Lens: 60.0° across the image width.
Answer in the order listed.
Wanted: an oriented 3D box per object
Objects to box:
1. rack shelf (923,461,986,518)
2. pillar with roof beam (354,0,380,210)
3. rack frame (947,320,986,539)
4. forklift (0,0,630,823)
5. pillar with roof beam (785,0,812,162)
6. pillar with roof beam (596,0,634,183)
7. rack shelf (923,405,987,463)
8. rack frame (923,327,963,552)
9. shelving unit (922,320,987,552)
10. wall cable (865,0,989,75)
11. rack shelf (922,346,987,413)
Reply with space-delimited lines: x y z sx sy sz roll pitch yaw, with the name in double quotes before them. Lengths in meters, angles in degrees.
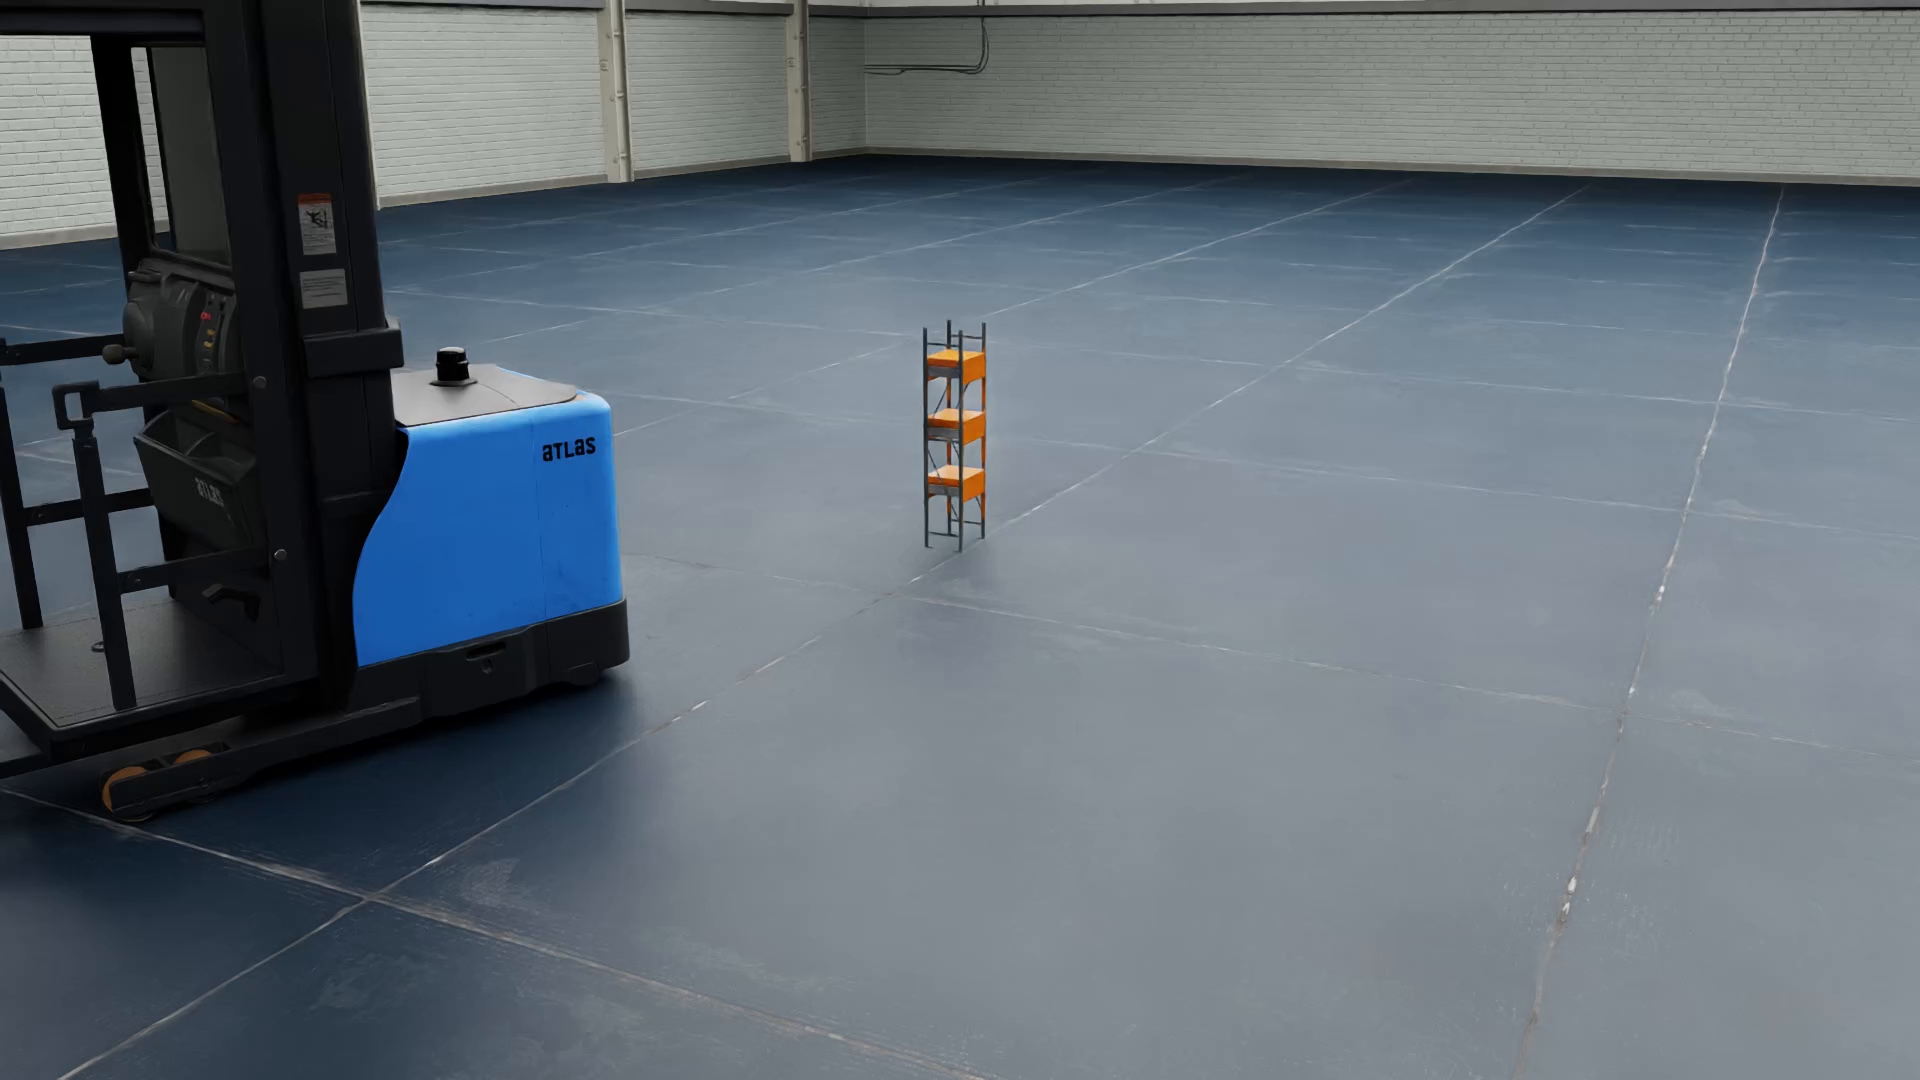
"rack shelf" -0.024 -0.213 7.911 0.215 0.259 0.240 8 18 25
"pillar with roof beam" -4.798 -8.533 20.948 9.100 9.000 0.400 8 18 25
"rack frame" 0.031 -0.521 7.934 0.200 1.050 0.008 8 18 25
"forklift" -2.672 -0.705 5.250 3.031 2.935 1.130 -15 22 -40
"pillar with roof beam" 0.564 -11.589 31.239 9.100 9.000 0.400 8 18 25
"pillar with roof beam" -2.117 -10.061 26.093 9.100 9.000 0.400 8 18 25
"rack shelf" -0.024 -0.479 7.832 0.215 0.259 0.240 8 18 25
"rack frame" -0.078 -0.459 7.724 0.200 1.050 0.008 8 18 25
"shelving unit" -0.024 -0.490 7.829 0.215 1.050 0.252 8 18 25
"wall cable" -0.787 -11.231 35.485 3.097 2.526 0.112 8 18 25
"rack shelf" -0.024 -0.752 7.751 0.215 0.259 0.240 8 18 25
